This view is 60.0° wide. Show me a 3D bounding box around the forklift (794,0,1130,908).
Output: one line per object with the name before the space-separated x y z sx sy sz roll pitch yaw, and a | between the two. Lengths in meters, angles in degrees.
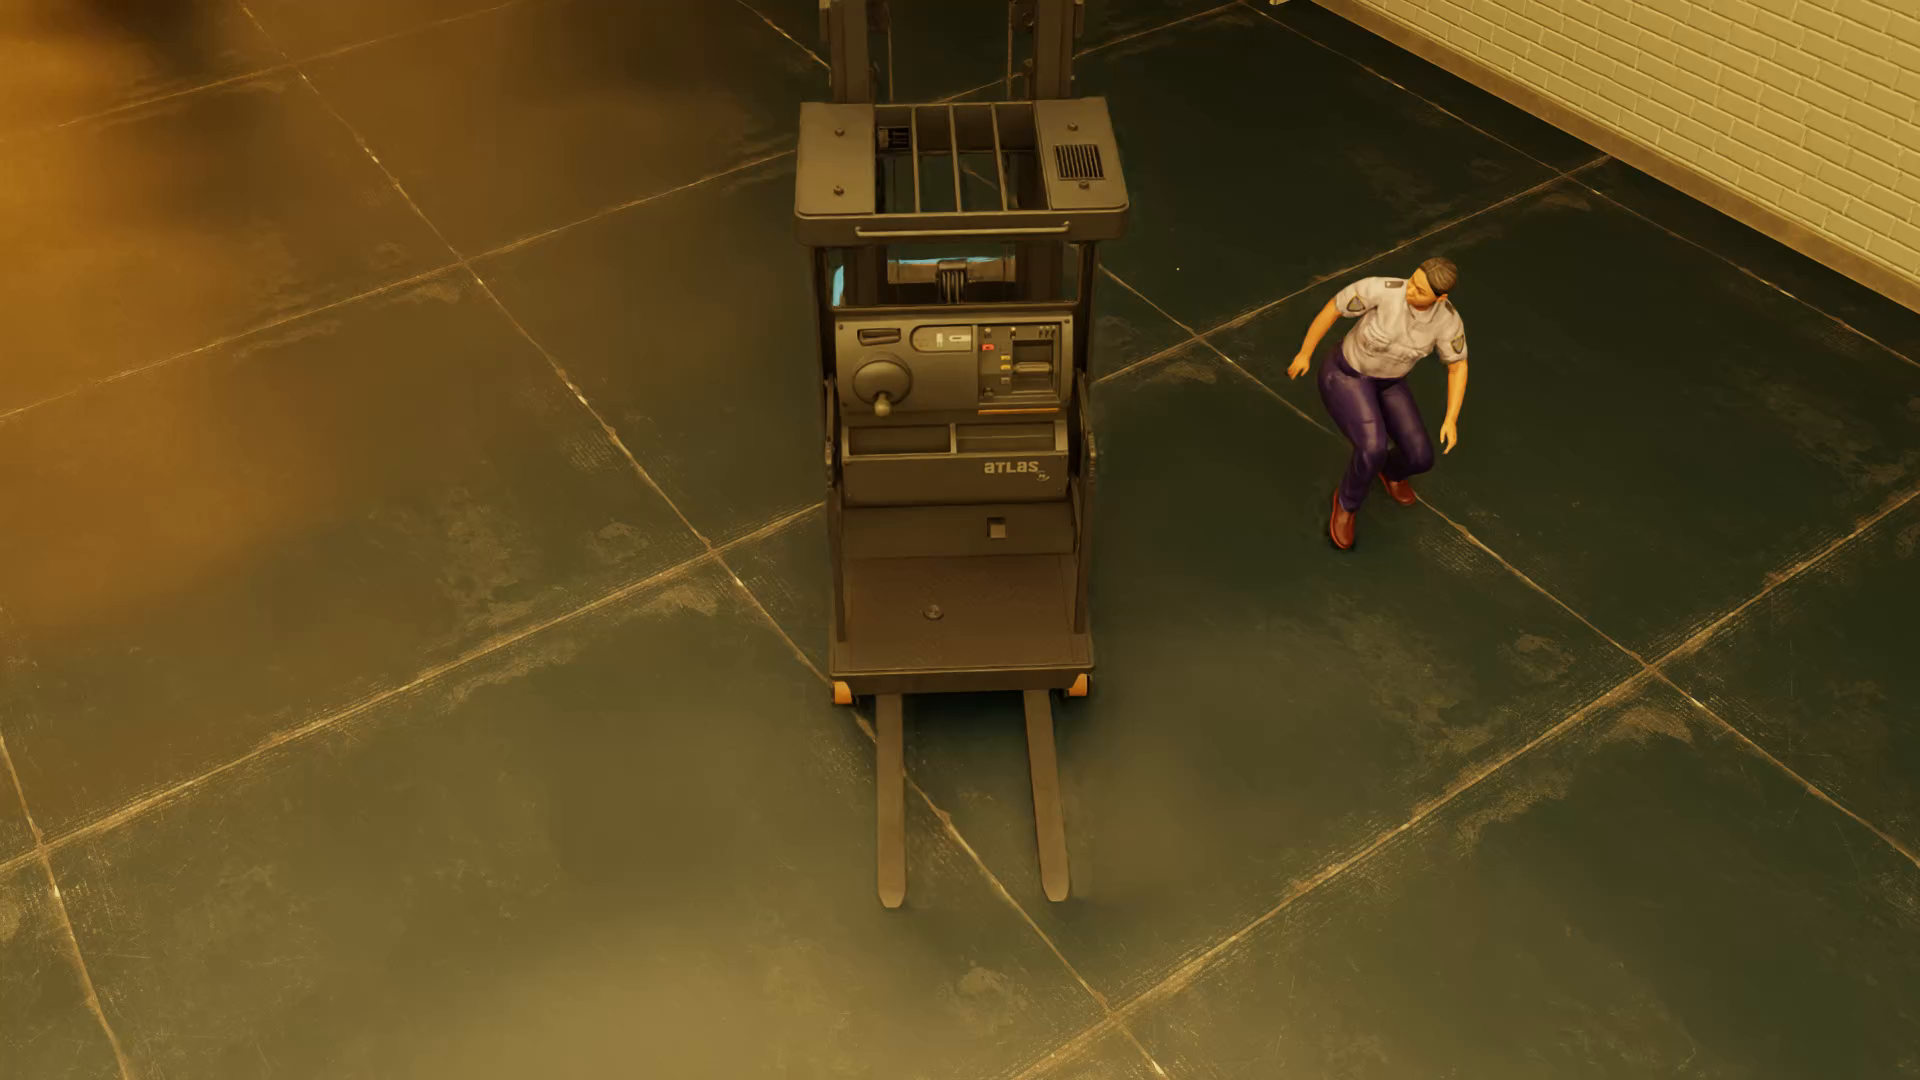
forklift | -0.009 -0.603 6.370 1.130 2.935 3.031 -2 43 -2

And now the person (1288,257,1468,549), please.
person | 1.933 -0.666 7.570 0.715 1.438 0.668 -9 43 -10
